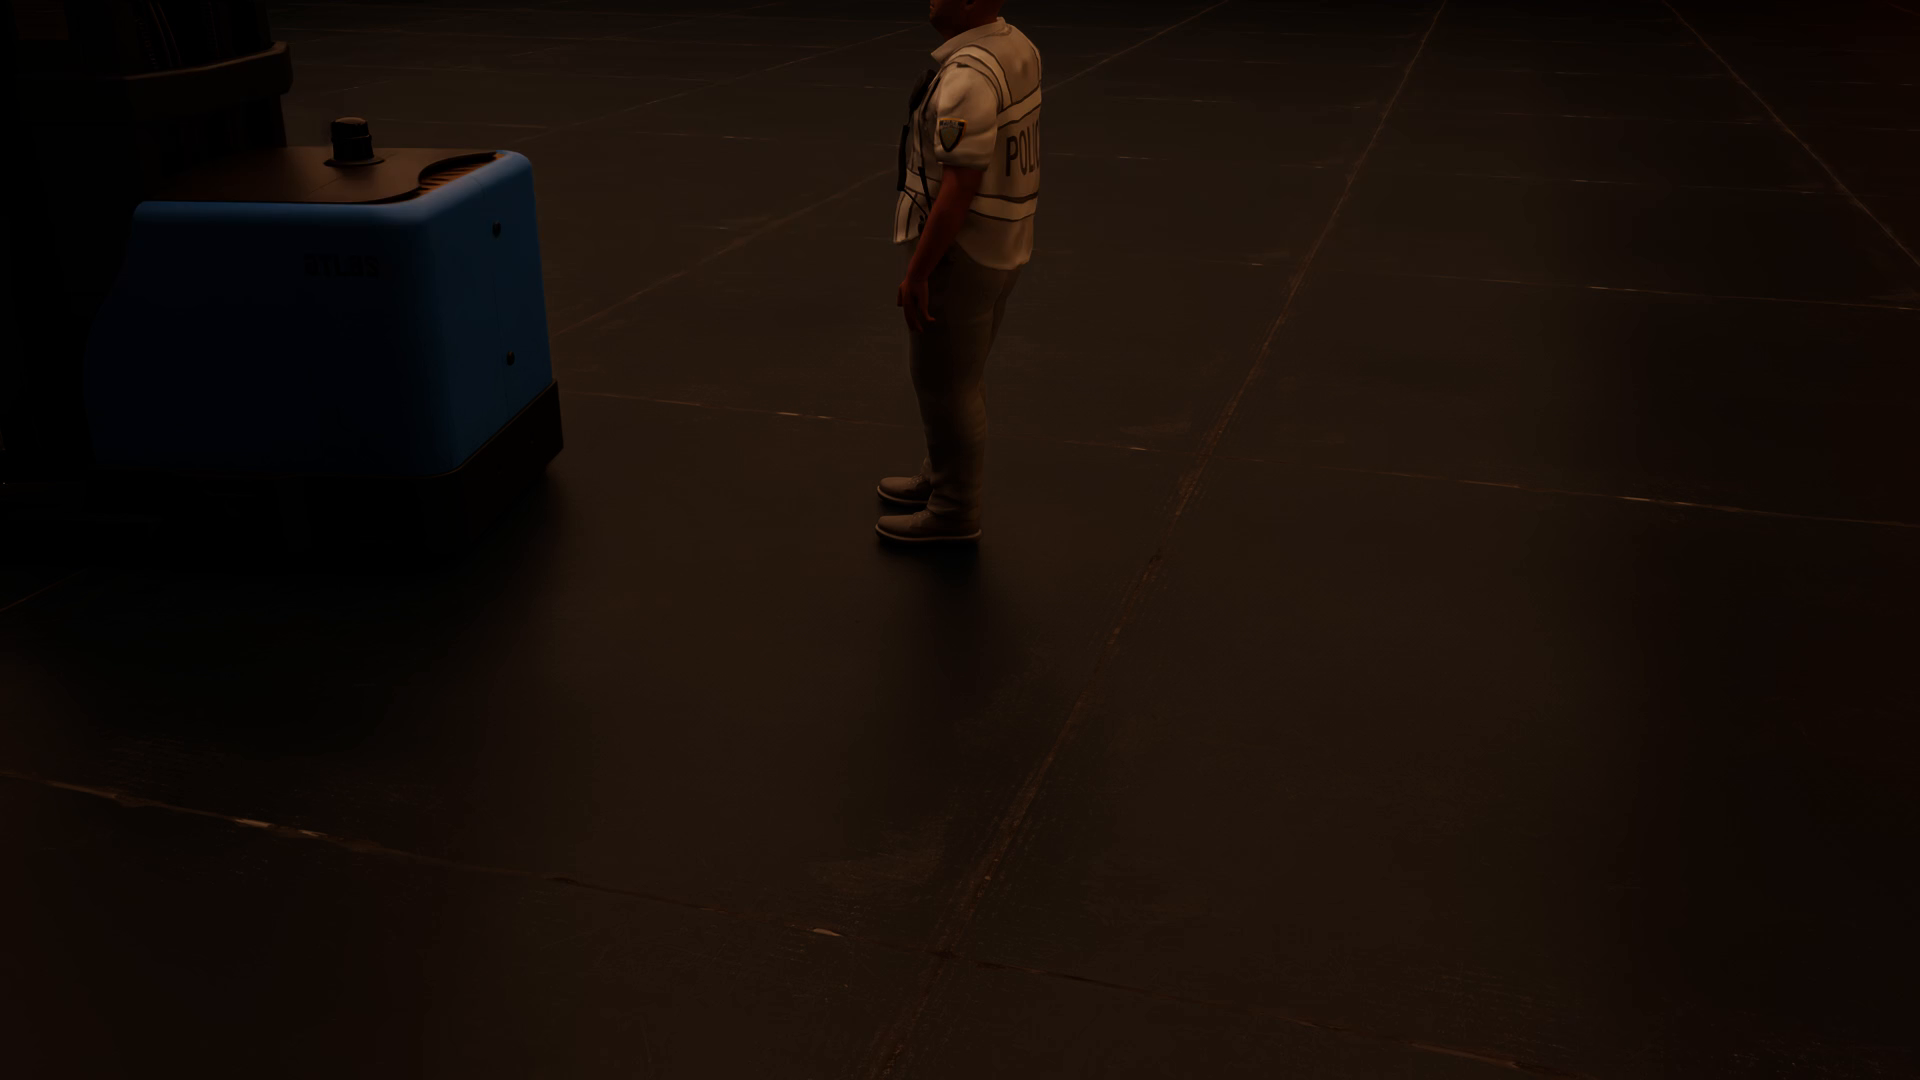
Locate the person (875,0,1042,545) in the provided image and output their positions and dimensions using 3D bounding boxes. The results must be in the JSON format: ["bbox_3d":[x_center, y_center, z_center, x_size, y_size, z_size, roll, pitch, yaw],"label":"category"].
[{"bbox_3d":[-0.070,-0.843,4.810,0.575,1.781,0.640,7,23,16],"label":"person"}]

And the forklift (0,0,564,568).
[{"bbox_3d":[-2.907,-1.494,4.898,3.031,2.935,1.130,2,23,5],"label":"forklift"}]
